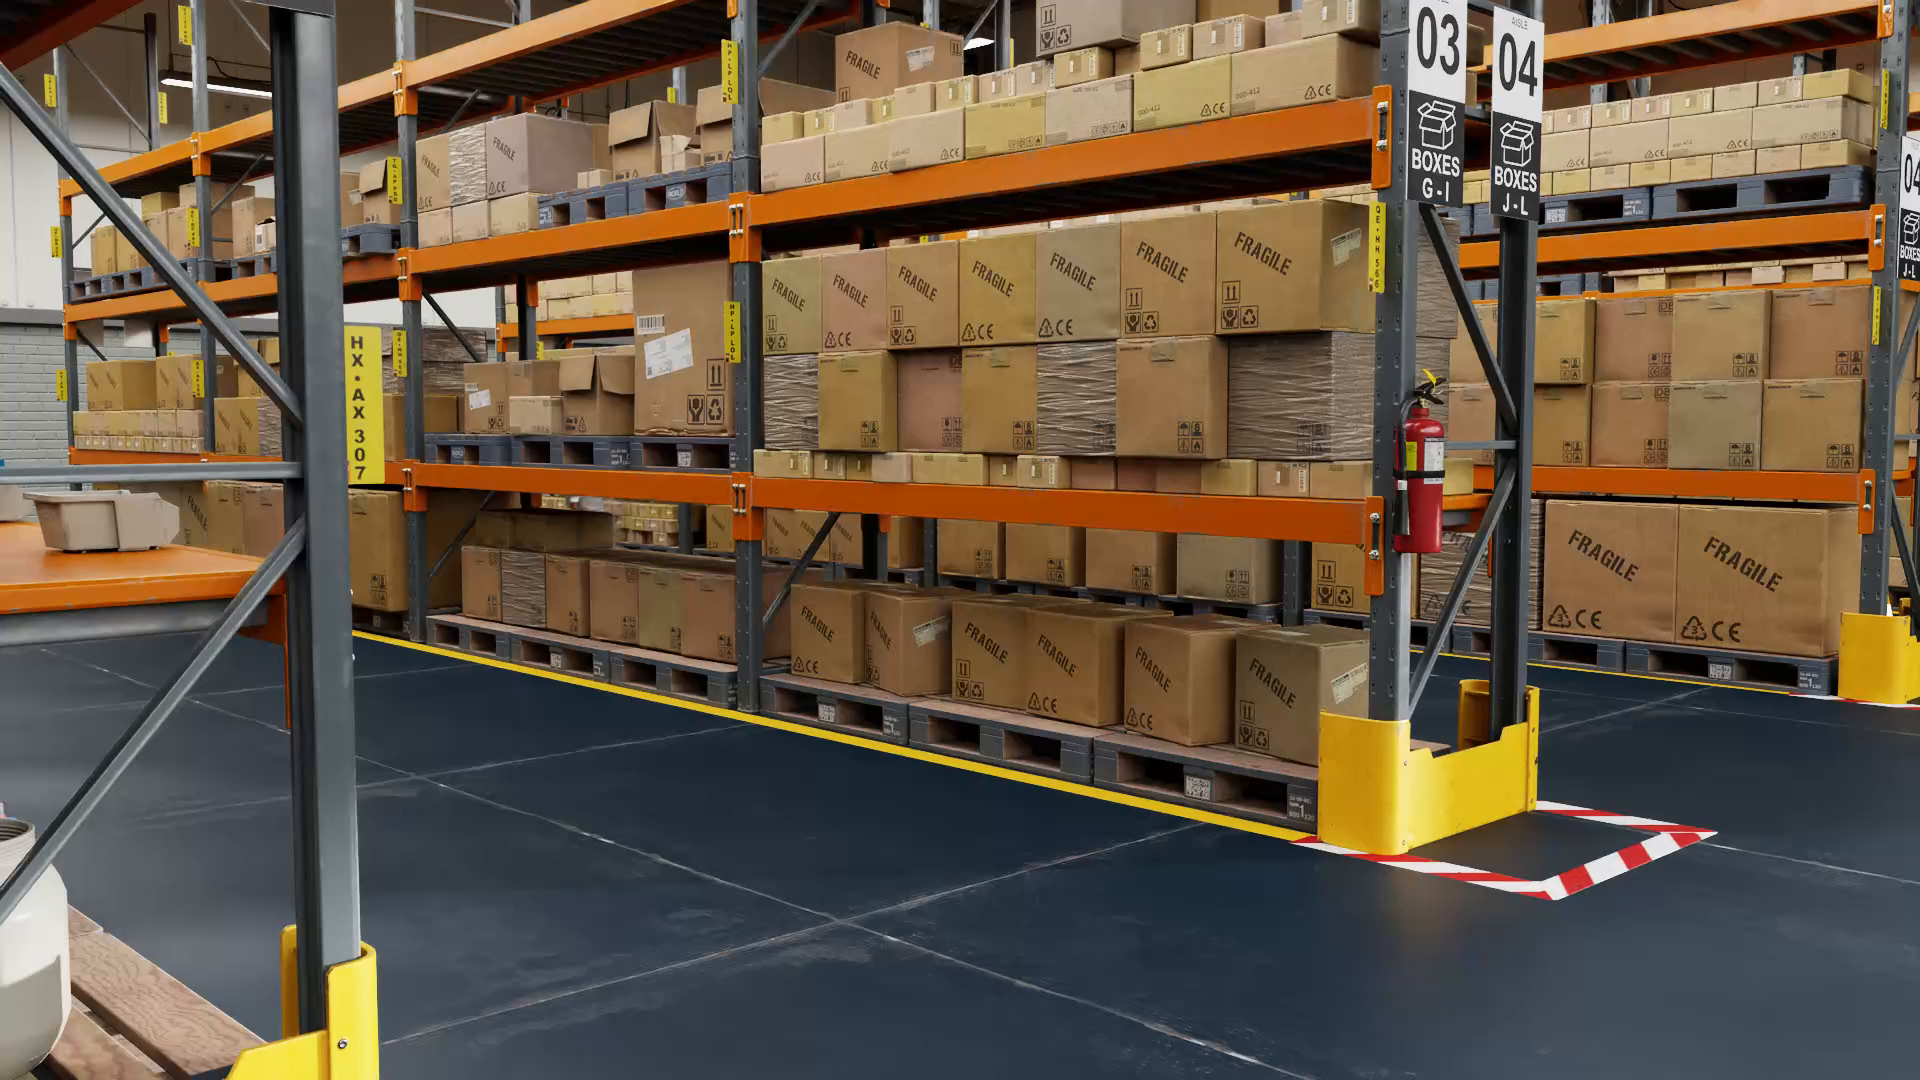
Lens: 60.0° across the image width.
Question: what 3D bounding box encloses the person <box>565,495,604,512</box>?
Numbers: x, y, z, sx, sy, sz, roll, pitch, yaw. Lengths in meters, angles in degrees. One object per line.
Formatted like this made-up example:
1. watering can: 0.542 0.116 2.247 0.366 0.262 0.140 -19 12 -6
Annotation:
1. person: -3.322 -0.284 14.826 0.769 1.499 0.425 4 6 45
